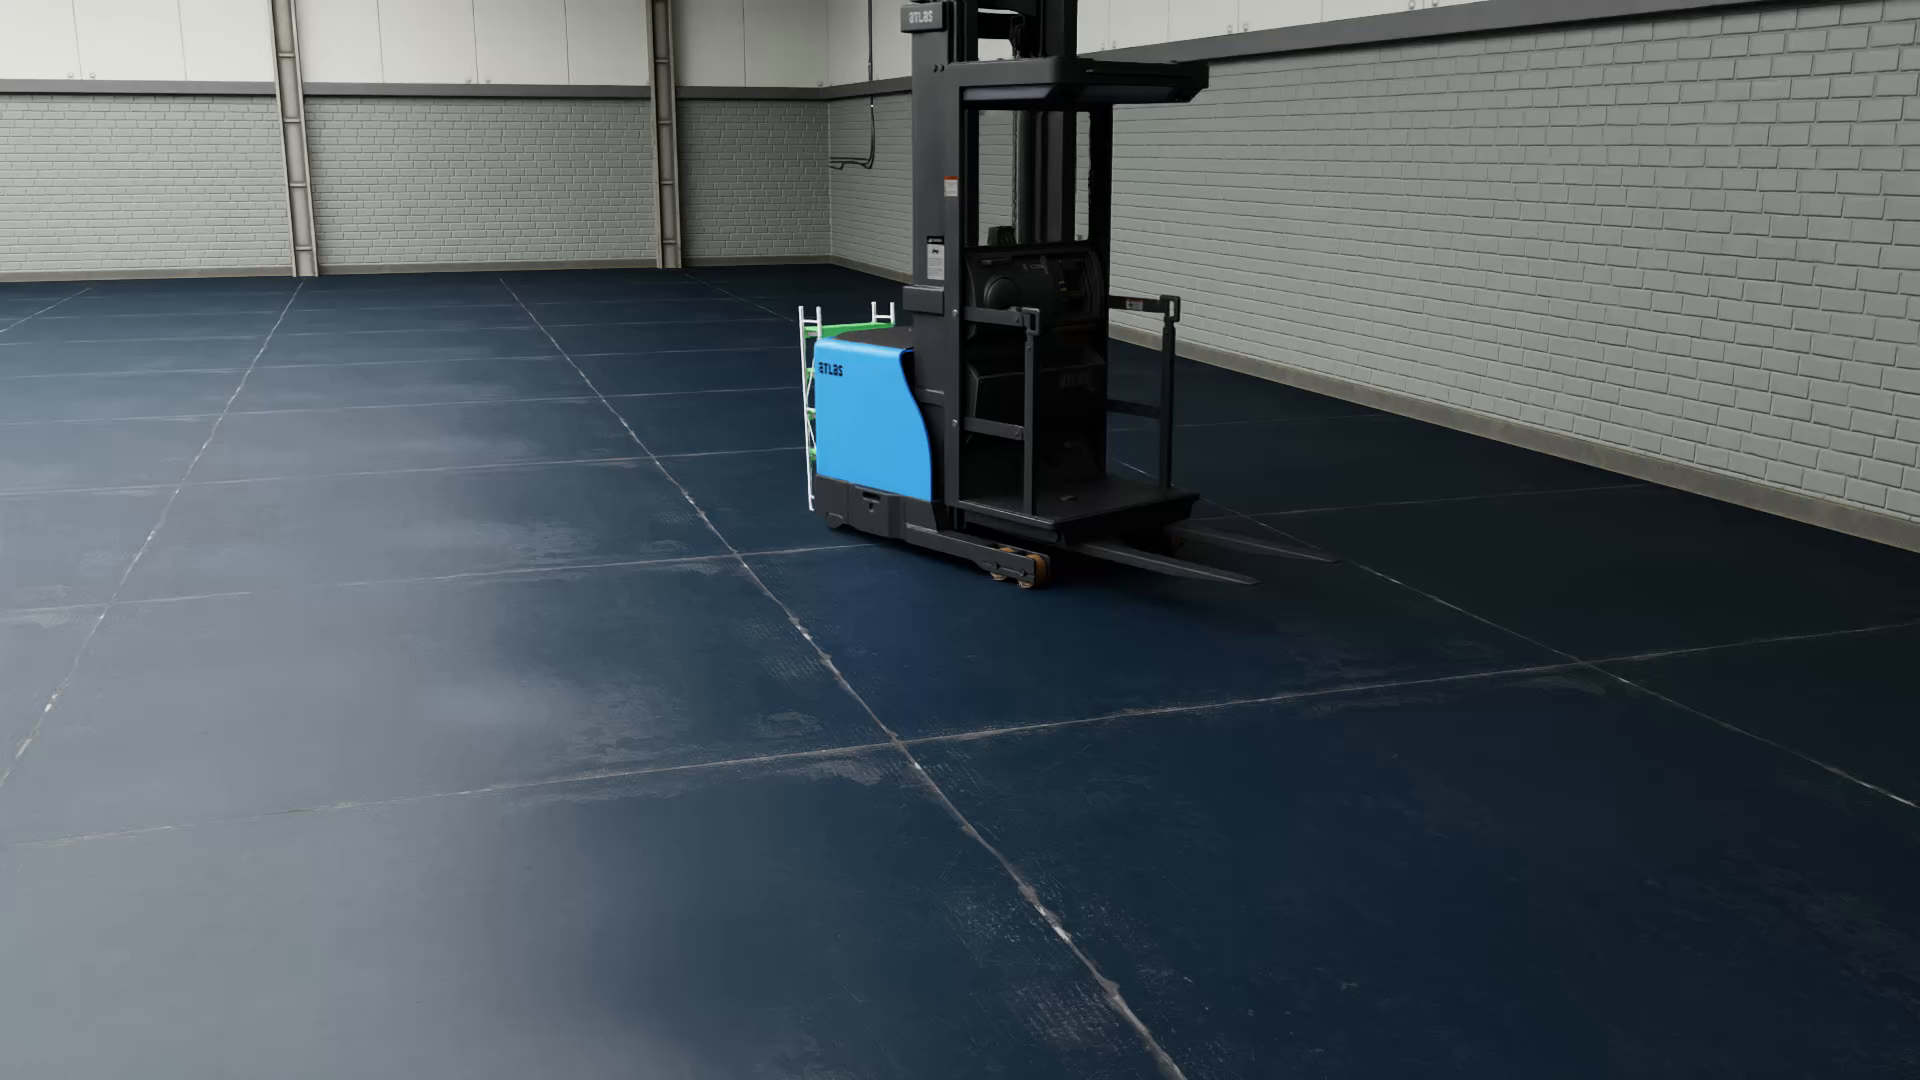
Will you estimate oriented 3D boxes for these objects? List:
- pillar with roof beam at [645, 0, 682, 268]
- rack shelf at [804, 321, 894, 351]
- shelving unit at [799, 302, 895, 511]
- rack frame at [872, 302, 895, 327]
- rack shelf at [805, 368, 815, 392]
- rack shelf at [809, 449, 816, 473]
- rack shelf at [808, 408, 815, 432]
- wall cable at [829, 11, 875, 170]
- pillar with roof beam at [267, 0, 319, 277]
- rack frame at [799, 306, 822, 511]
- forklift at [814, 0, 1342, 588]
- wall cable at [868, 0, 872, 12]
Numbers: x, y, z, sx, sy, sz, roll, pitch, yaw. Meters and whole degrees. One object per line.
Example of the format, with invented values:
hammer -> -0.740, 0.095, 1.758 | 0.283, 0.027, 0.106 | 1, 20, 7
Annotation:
pillar with roof beam -> -3.769, -8.252, 24.389 | 0.400, 9.000, 9.100 | -4, 14, -18
rack shelf -> -0.654, -1.194, 9.742 | 0.480, 0.148, 0.258 | -8, 12, -32
shelving unit -> -0.640, -0.785, 9.816 | 0.503, 1.200, 0.258 | -8, 12, -32
rack frame -> -0.435, -0.815, 9.944 | 0.015, 1.200, 0.240 | -8, 12, -32
rack shelf -> -0.646, -0.958, 9.784 | 0.480, 0.148, 0.258 | -8, 12, -32
rack shelf -> -0.629, -0.486, 9.870 | 0.480, 0.148, 0.258 | -8, 12, -32
rack shelf -> -0.637, -0.722, 9.827 | 0.480, 0.148, 0.258 | -8, 12, -32
wall cable -> -1.928, -7.613, 28.413 | 0.112, 2.526, 3.097 | -4, 14, -18
pillar with roof beam -> -9.455, -7.809, 22.528 | 0.400, 9.000, 9.100 | -4, 14, -18
rack frame -> -0.845, -0.755, 9.687 | 0.015, 1.200, 0.240 | -8, 12, -32
forklift -> 0.532, -1.323, 8.372 | 1.130, 2.935, 3.031 | -12, 18, -41
wall cable -> -1.065, -9.477, 25.334 | 0.112, 2.526, 3.097 | -4, 14, -18
